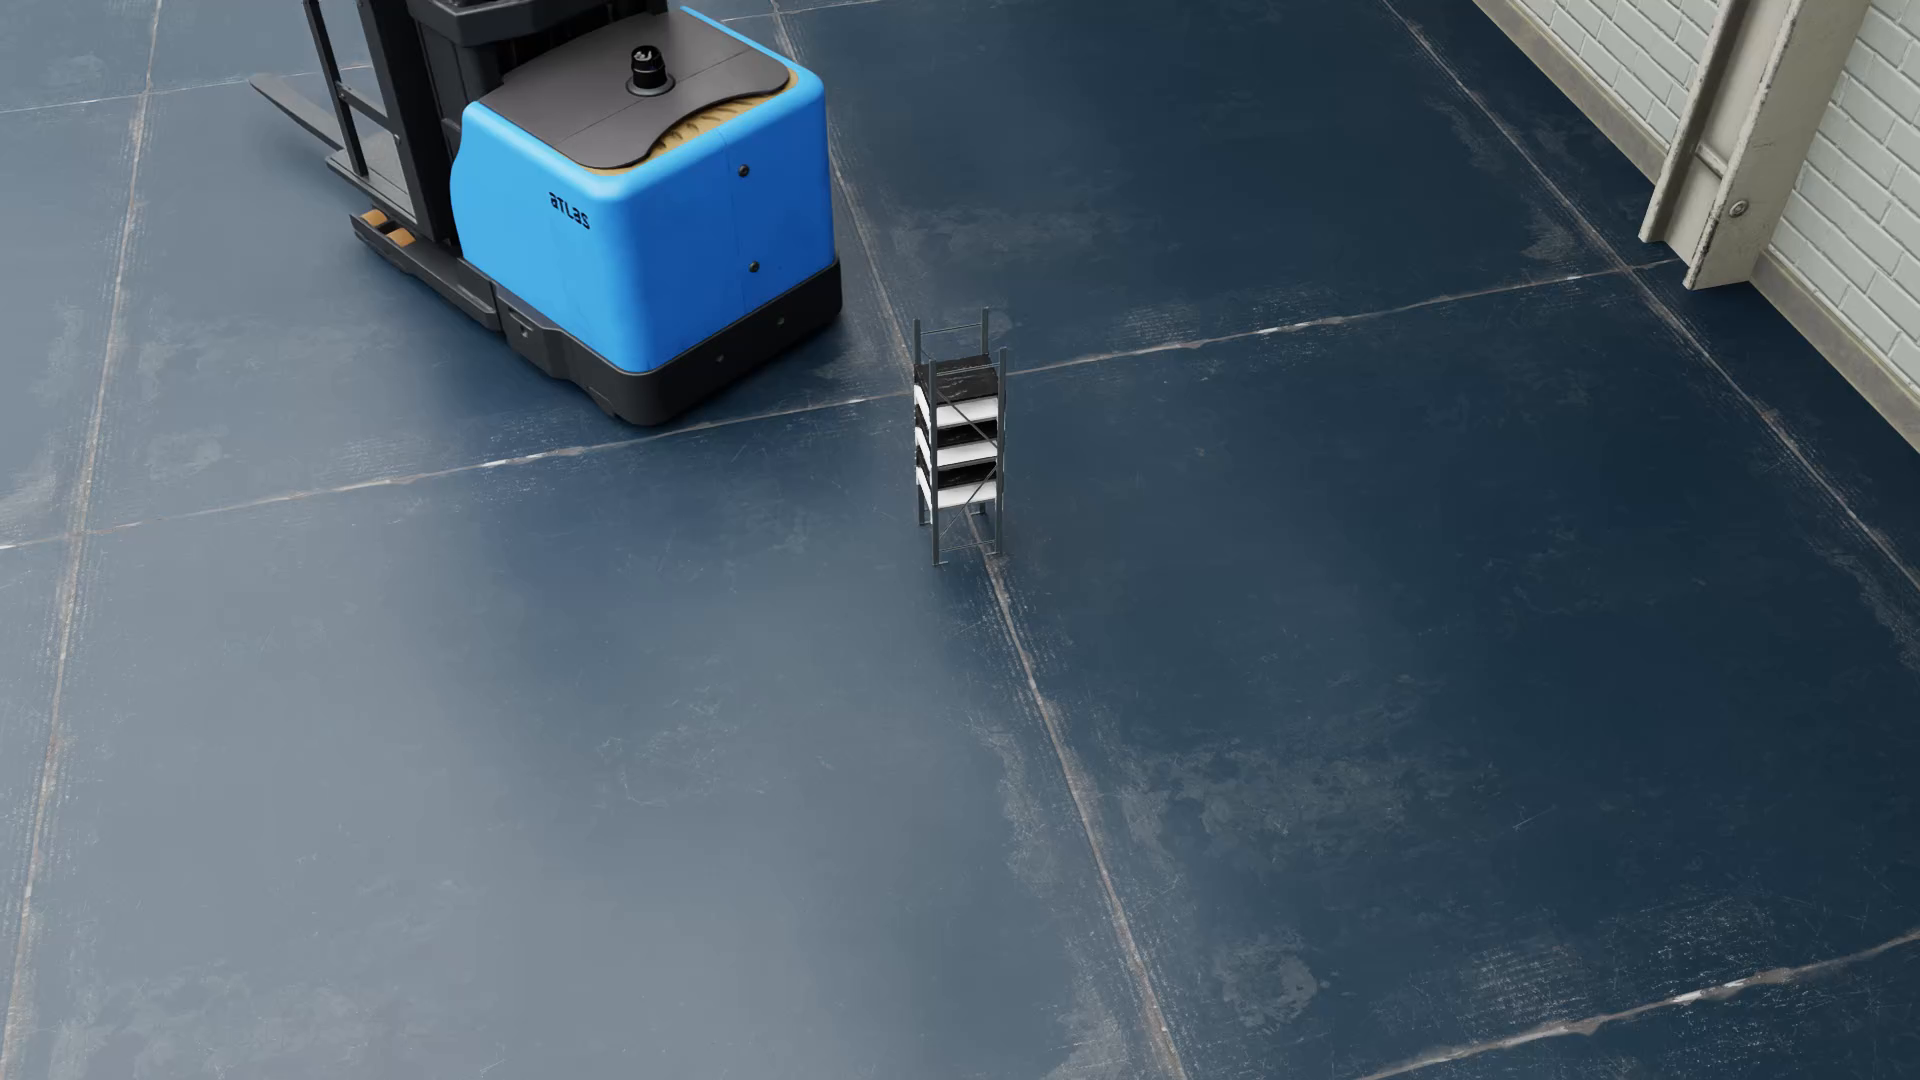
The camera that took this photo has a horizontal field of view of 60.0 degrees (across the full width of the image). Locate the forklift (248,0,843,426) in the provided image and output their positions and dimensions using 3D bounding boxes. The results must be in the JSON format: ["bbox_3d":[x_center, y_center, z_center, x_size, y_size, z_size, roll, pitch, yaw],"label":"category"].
[{"bbox_3d":[-1.876,-2.377,6.027,3.031,2.935,1.130,34,55,29],"label":"forklift"}]

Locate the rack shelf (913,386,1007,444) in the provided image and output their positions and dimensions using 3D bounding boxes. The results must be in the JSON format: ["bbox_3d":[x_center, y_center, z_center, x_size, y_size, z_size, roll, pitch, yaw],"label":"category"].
[{"bbox_3d":[-0.002,-0.423,5.329,0.258,0.077,0.200,-11,47,-10],"label":"rack shelf"}]

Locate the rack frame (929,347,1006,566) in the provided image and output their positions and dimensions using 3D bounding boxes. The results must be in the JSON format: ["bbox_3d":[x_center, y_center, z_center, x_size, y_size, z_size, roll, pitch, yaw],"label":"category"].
[{"bbox_3d":[0.024,-0.250,5.365,0.240,0.900,0.006,-11,47,-10],"label":"rack frame"}]

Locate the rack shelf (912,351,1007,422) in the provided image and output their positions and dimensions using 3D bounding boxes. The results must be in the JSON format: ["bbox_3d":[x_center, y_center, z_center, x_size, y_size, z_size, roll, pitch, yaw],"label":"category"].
[{"bbox_3d":[-0.002,-0.486,5.265,0.258,0.077,0.200,-11,47,-10],"label":"rack shelf"}]

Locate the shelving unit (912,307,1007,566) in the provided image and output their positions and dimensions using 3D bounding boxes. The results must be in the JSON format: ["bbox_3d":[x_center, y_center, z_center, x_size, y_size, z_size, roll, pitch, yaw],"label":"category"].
[{"bbox_3d":[-0.002,-0.321,5.434,0.258,0.900,0.210,-11,47,-10],"label":"shelving unit"}]

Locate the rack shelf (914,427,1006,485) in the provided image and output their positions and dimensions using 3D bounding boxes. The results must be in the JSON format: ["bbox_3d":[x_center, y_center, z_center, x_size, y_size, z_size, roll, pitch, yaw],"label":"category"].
[{"bbox_3d":[-0.002,-0.297,5.458,0.258,0.077,0.200,-11,47,-10],"label":"rack shelf"}]

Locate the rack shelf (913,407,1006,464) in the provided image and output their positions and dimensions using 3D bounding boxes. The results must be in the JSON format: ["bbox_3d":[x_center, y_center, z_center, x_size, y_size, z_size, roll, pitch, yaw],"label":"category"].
[{"bbox_3d":[-0.002,-0.360,5.394,0.258,0.077,0.200,-11,47,-10],"label":"rack shelf"}]

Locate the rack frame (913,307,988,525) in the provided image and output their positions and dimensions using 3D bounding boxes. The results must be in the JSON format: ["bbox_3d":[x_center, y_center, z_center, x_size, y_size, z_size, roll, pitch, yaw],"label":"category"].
[{"bbox_3d":[-0.028,-0.391,5.503,0.240,0.900,0.006,-11,47,-10],"label":"rack frame"}]

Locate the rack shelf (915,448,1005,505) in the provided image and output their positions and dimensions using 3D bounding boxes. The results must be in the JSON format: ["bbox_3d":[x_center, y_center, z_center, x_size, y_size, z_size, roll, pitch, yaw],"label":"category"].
[{"bbox_3d":[-0.002,-0.234,5.522,0.258,0.077,0.200,-11,47,-10],"label":"rack shelf"}]

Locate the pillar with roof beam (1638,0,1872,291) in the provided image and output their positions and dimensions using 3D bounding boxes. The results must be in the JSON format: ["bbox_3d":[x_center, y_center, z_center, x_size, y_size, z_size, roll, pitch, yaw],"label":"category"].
[{"bbox_3d":[-1.107,-3.539,2.917,9.100,9.000,0.400,-11,47,-10],"label":"pillar with roof beam"}]

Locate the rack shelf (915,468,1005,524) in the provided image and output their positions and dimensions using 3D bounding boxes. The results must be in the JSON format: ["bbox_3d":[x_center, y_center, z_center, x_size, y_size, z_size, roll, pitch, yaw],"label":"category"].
[{"bbox_3d":[-0.002,-0.171,5.586,0.258,0.077,0.200,-11,47,-10],"label":"rack shelf"}]
